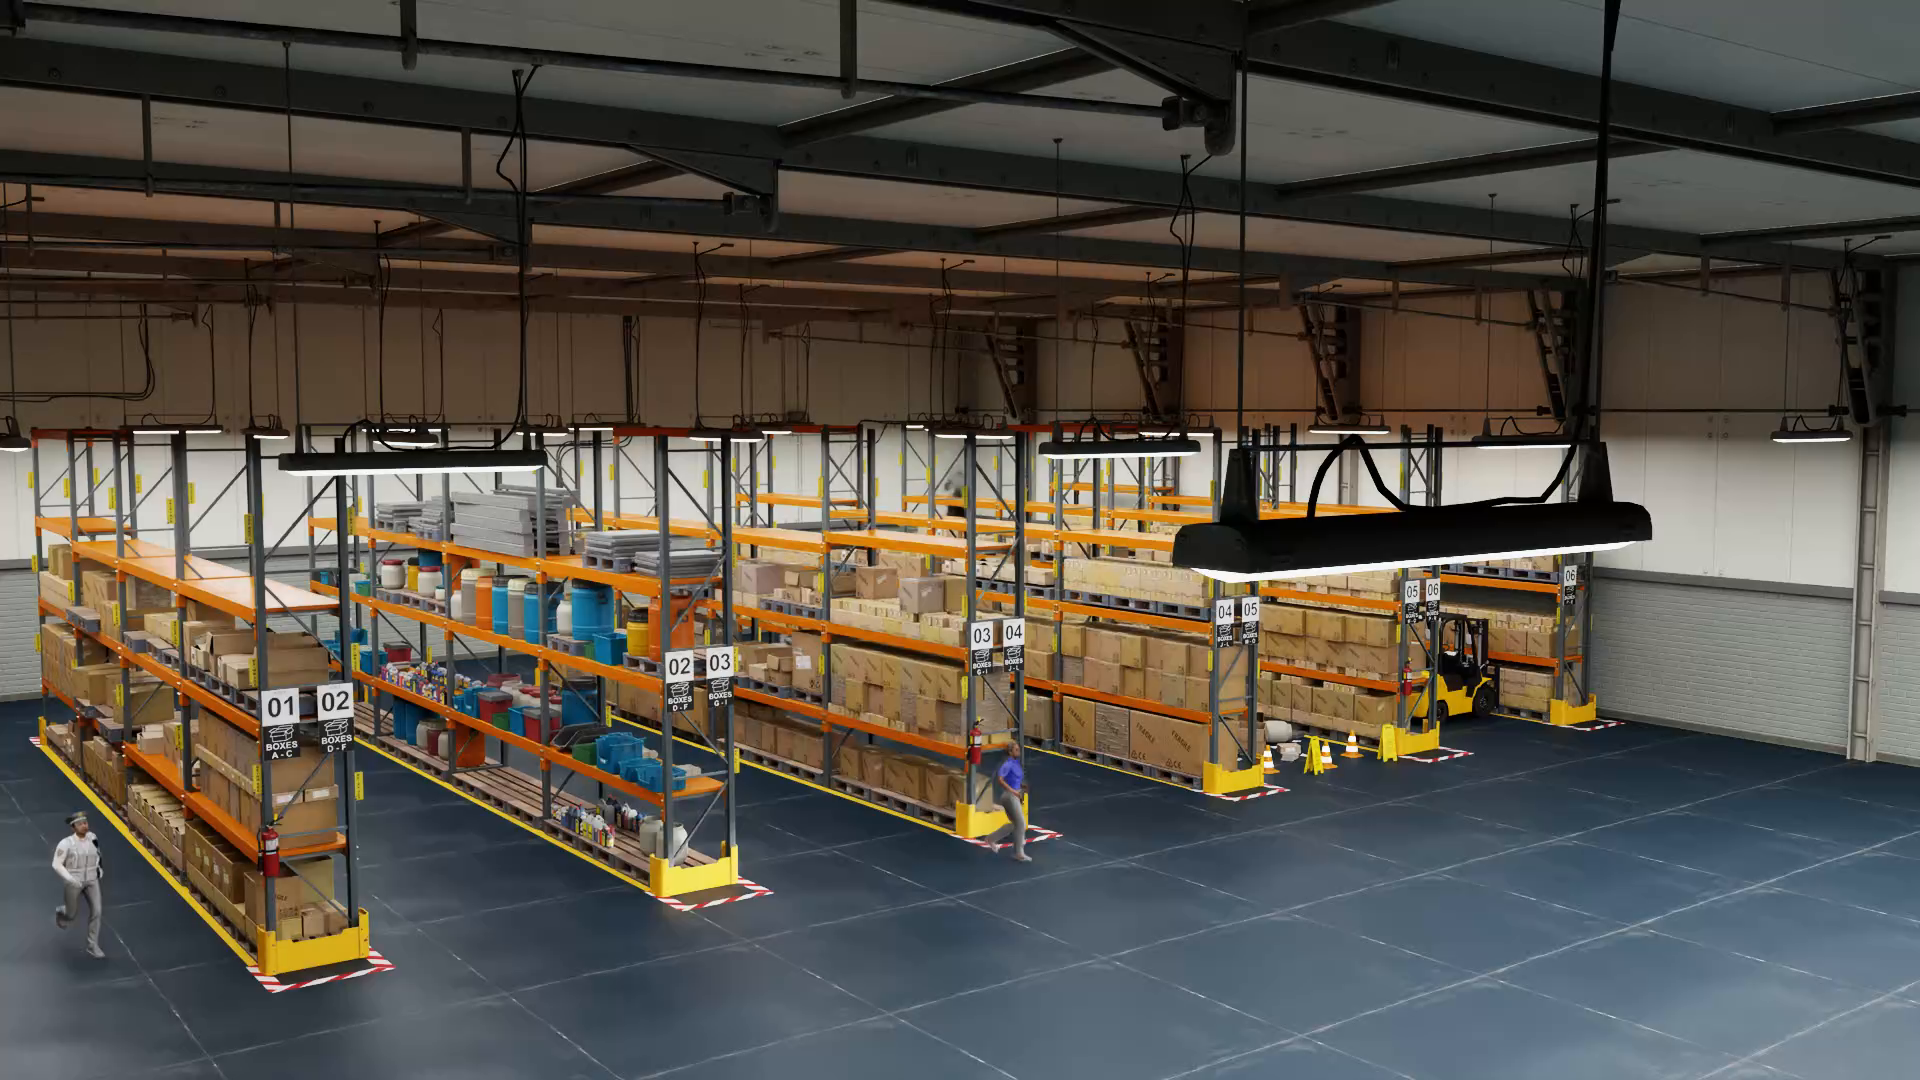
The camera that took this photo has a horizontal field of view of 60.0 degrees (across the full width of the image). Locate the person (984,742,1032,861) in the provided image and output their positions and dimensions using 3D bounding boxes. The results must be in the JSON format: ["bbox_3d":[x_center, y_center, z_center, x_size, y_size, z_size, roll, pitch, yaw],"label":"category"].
[{"bbox_3d":[0.701,3.688,23.536,0.710,1.652,0.669,1,5,12],"label":"person"}]

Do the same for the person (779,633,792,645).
[{"bbox_3d":[-4.445,2.179,42.327,0.930,1.669,0.611,-4,6,-40],"label":"person"}]

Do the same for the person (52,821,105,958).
[{"bbox_3d":[-10.298,4.021,19.454,0.943,1.634,0.602,4,6,41],"label":"person"}]

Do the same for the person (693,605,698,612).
[{"bbox_3d":[-6.421,2.361,39.736,0.721,1.734,0.574,-1,5,-8],"label":"person"}]
